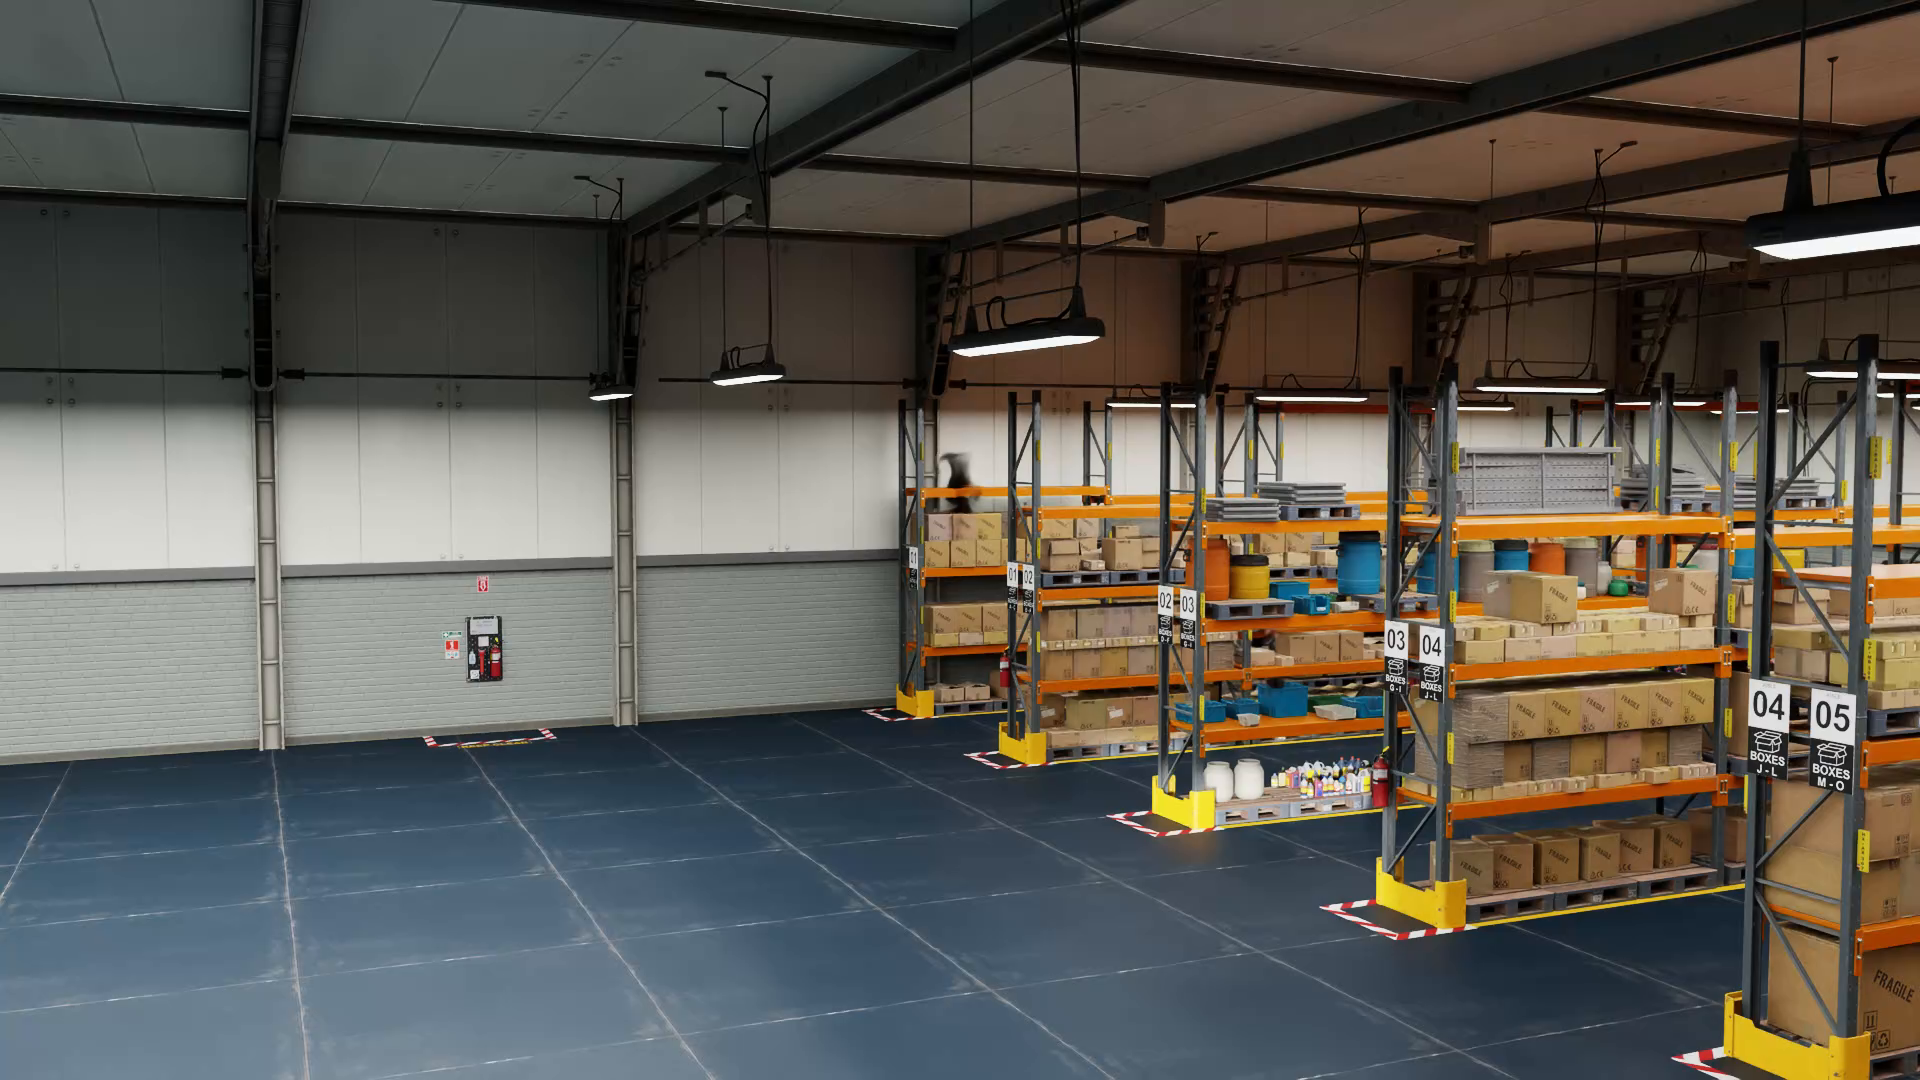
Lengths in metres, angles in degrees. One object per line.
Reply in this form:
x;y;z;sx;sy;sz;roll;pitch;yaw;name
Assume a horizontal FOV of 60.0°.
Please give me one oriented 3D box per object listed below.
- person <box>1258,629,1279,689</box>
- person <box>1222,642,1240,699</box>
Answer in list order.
5.832;2.470;31.306;0.851;1.781;0.628;-1;4;-18;person
5.199;2.482;32.226;0.519;1.572;0.896;3;5;43;person
